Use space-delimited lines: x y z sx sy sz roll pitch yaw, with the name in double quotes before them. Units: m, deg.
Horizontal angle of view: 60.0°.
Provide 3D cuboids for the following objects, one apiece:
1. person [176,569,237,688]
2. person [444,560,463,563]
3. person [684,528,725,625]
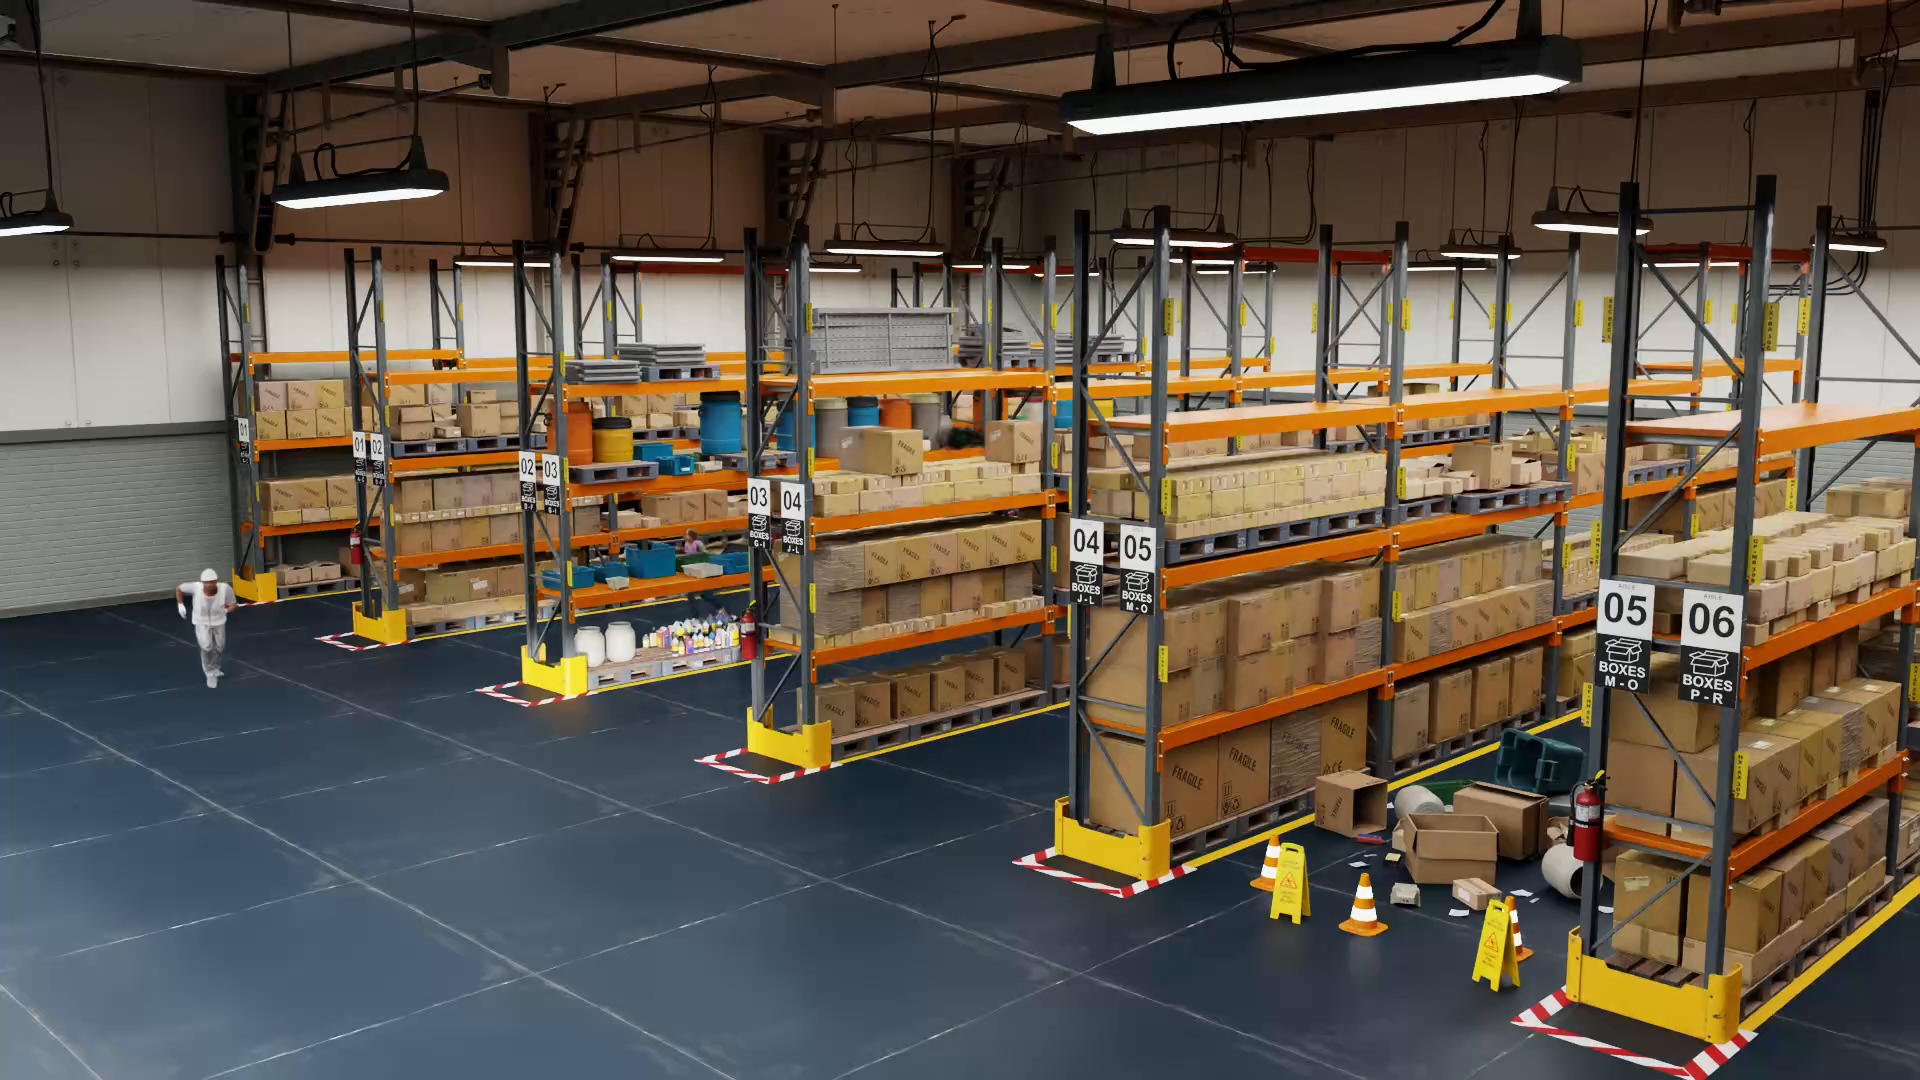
"person" -10.190 1.184 22.545 0.728 1.683 0.993 -4 9 -28
"person" -8.907 0.191 29.190 0.738 1.766 0.794 3 9 22
"person" -4.220 0.559 27.005 0.560 1.568 0.779 8 11 44
